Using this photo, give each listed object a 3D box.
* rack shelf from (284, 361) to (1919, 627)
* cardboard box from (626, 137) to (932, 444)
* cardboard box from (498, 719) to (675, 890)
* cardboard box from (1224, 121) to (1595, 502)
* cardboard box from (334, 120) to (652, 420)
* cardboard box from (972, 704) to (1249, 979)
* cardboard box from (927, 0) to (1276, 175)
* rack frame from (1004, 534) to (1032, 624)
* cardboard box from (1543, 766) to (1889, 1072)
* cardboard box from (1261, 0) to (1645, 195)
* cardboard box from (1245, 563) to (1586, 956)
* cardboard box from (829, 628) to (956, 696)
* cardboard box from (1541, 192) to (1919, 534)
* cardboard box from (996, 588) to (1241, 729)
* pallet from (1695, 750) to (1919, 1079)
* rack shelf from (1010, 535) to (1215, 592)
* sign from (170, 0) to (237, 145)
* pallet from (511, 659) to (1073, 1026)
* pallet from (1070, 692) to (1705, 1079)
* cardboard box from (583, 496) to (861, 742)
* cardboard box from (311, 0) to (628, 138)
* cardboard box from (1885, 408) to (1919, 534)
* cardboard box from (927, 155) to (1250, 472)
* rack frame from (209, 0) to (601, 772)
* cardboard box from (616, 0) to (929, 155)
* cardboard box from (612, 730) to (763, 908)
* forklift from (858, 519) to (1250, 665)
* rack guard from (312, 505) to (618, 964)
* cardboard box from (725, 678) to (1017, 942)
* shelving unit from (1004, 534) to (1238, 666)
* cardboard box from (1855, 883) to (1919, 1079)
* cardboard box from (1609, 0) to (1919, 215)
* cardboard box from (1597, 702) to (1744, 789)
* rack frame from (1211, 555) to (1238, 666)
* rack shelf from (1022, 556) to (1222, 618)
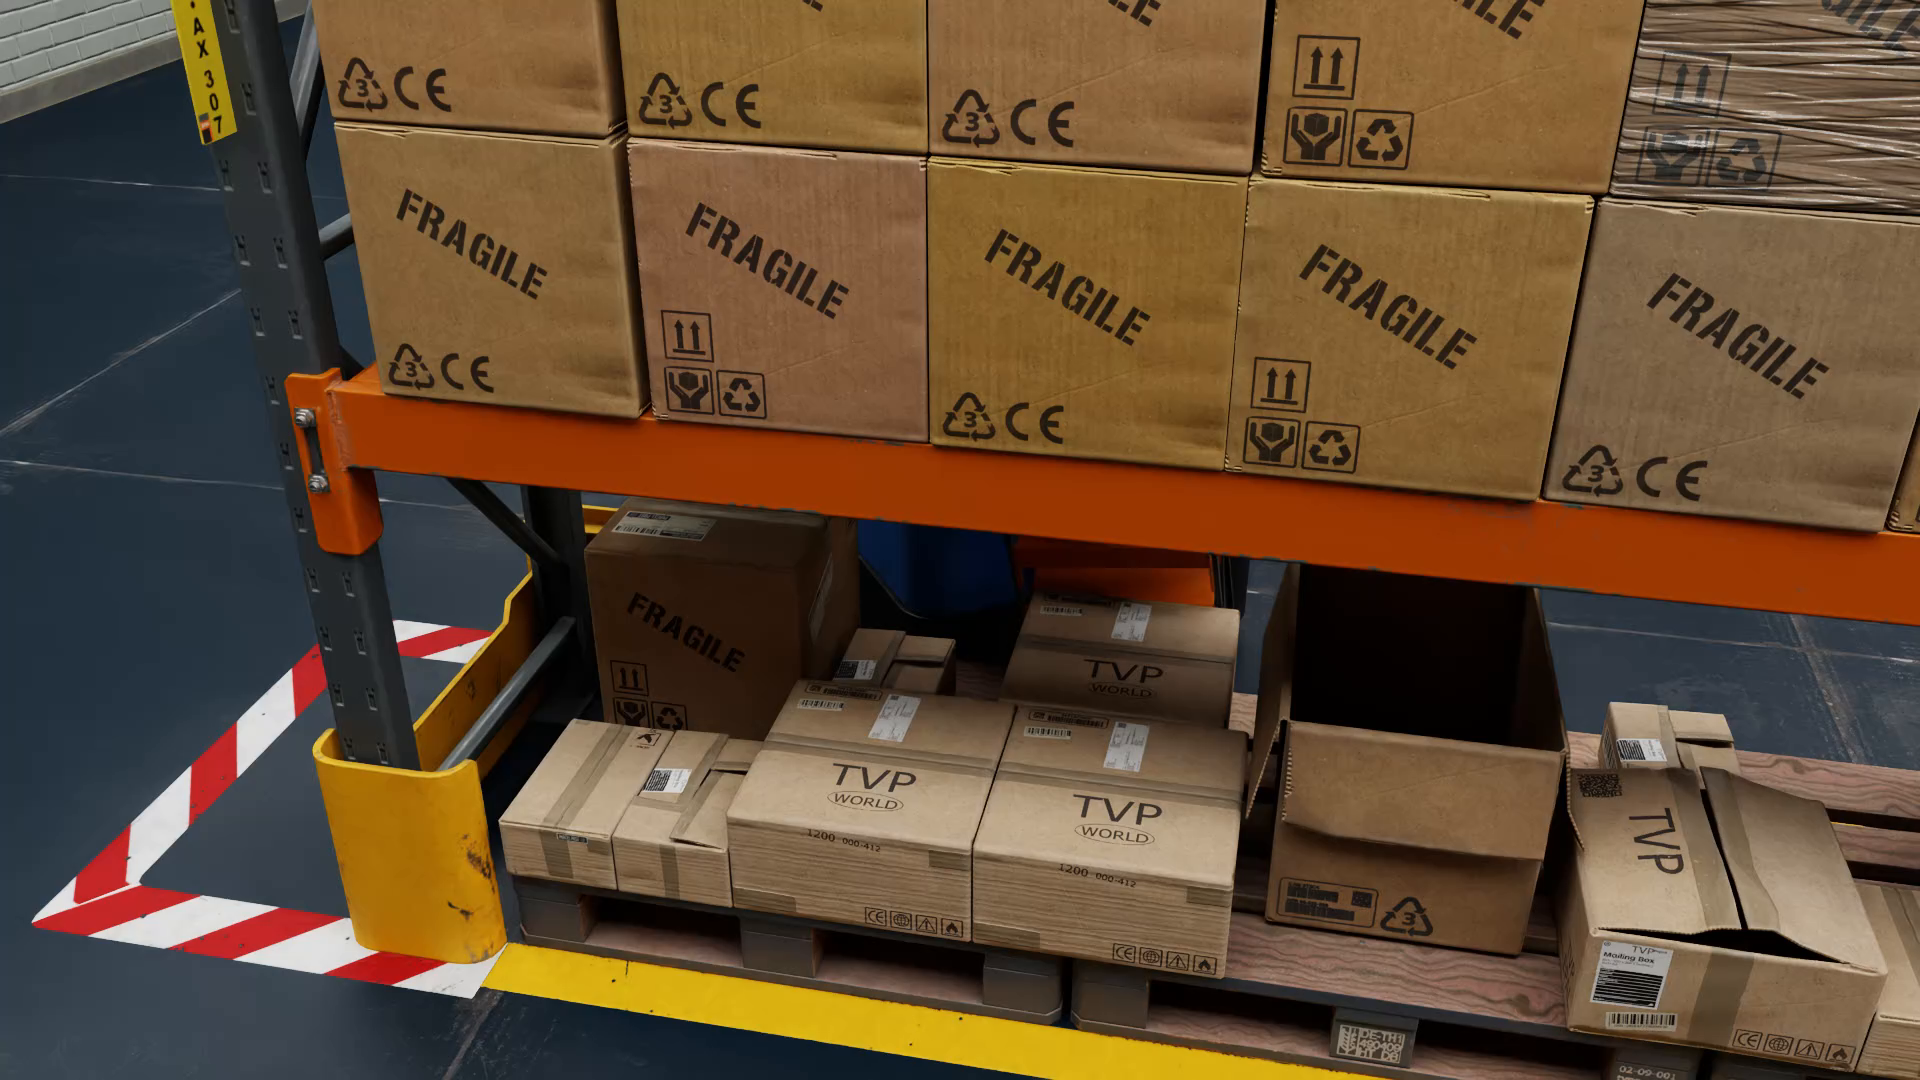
[{"bbox_3d":[0.824,-0.179,3.203,4.000,0.370,1.077,6,29,11],"label":"rack shelf"},{"bbox_3d":[-0.247,-0.522,2.975,0.500,0.500,0.500,6,29,10],"label":"cardboard box"},{"bbox_3d":[-0.794,0.565,3.604,0.250,0.149,0.380,6,29,11],"label":"cardboard box"},{"bbox_3d":[0.732,-0.419,2.788,0.500,0.500,0.500,6,29,11],"label":"cardboard box"},{"bbox_3d":[-0.753,-0.571,3.065,0.500,0.500,0.500,6,29,12],"label":"cardboard box"},{"bbox_3d":[0.319,0.606,3.425,0.500,0.250,0.500,6,29,11],"label":"cardboard box"},{"bbox_3d":[0.249,-0.908,2.640,0.500,0.500,0.500,6,29,11],"label":"cardboard box"},{"bbox_3d":[0.140,-0.063,4.087,0.015,1.200,0.240,0,42,14],"label":"rack frame"},{"bbox_3d":[1.430,0.693,3.202,0.500,0.311,0.500,6,29,11],"label":"cardboard box"},{"bbox_3d":[0.746,-0.858,2.548,0.500,0.500,0.500,6,29,10],"label":"cardboard box"},{"bbox_3d":[0.942,0.422,3.498,0.637,0.503,0.797,6,29,11],"label":"cardboard box"},{"bbox_3d":[-0.171,0.376,3.932,0.250,0.166,0.380,6,29,11],"label":"cardboard box"},{"bbox_3d":[1.231,-0.369,2.697,0.500,0.500,0.500,7,29,12],"label":"cardboard box"},{"bbox_3d":[0.375,0.366,3.863,0.500,0.250,0.500,6,29,11],"label":"cardboard box"},{"bbox_3d":[2.109,0.860,3.460,1.213,0.211,1.003,6,29,11],"label":"pallet"},{"bbox_3d":[0.387,-0.014,4.070,0.480,0.148,0.258,0,42,14],"label":"rack shelf"},{"bbox_3d":[-1.245,-0.820,2.723,0.005,0.325,0.100,6,29,11],"label":"sign"},{"bbox_3d":[-0.277,0.615,3.907,1.213,0.211,1.003,6,29,11],"label":"pallet"},{"bbox_3d":[0.912,0.738,3.682,1.213,0.211,1.003,6,29,11],"label":"pallet"},{"bbox_3d":[-0.548,0.147,4.003,0.500,0.500,0.500,6,29,11],"label":"cardboard box"},{"bbox_3d":[-0.753,-1.010,2.825,0.500,0.500,0.500,7,29,12],"label":"cardboard box"},{"bbox_3d":[1.734,-0.319,2.605,0.500,0.500,0.500,7,29,12],"label":"cardboard box"},{"bbox_3d":[0.243,-0.470,2.881,0.500,0.500,0.500,6,29,10],"label":"cardboard box"},{"bbox_3d":[-1.131,-0.695,3.397,0.127,3.000,1.000,6,29,11],"label":"rack frame"},{"bbox_3d":[-0.240,-0.961,2.736,0.500,0.500,0.500,6,29,11],"label":"cardboard box"},{"bbox_3d":[-0.549,0.583,3.554,0.250,0.166,0.380,6,29,11],"label":"cardboard box"},{"bbox_3d":[-0.257,-1.559,5.045,1.130,2.935,3.031,-12,31,-21],"label":"forklift"},{"bbox_3d":[-1.057,0.409,3.983,0.348,0.500,1.175,6,29,11],"label":"rack guard"},{"bbox_3d":[-0.170,0.556,3.517,0.500,0.250,0.500,6,29,11],"label":"cardboard box"},{"bbox_3d":[0.376,-0.064,4.027,0.503,1.200,0.258,0,42,14],"label":"shelving unit"},{"bbox_3d":[1.785,0.830,3.121,0.250,0.149,0.380,6,29,11],"label":"cardboard box"},{"bbox_3d":[1.237,-0.807,2.454,0.500,0.500,0.500,6,29,11],"label":"cardboard box"},{"bbox_3d":[1.567,0.530,3.651,0.250,0.166,0.380,6,29,11],"label":"cardboard box"},{"bbox_3d":[0.612,-0.064,3.966,0.015,1.200,0.240,0,42,14],"label":"rack frame"},{"bbox_3d":[0.421,0.133,4.200,0.480,0.148,0.258,0,42,14],"label":"rack shelf"}]
